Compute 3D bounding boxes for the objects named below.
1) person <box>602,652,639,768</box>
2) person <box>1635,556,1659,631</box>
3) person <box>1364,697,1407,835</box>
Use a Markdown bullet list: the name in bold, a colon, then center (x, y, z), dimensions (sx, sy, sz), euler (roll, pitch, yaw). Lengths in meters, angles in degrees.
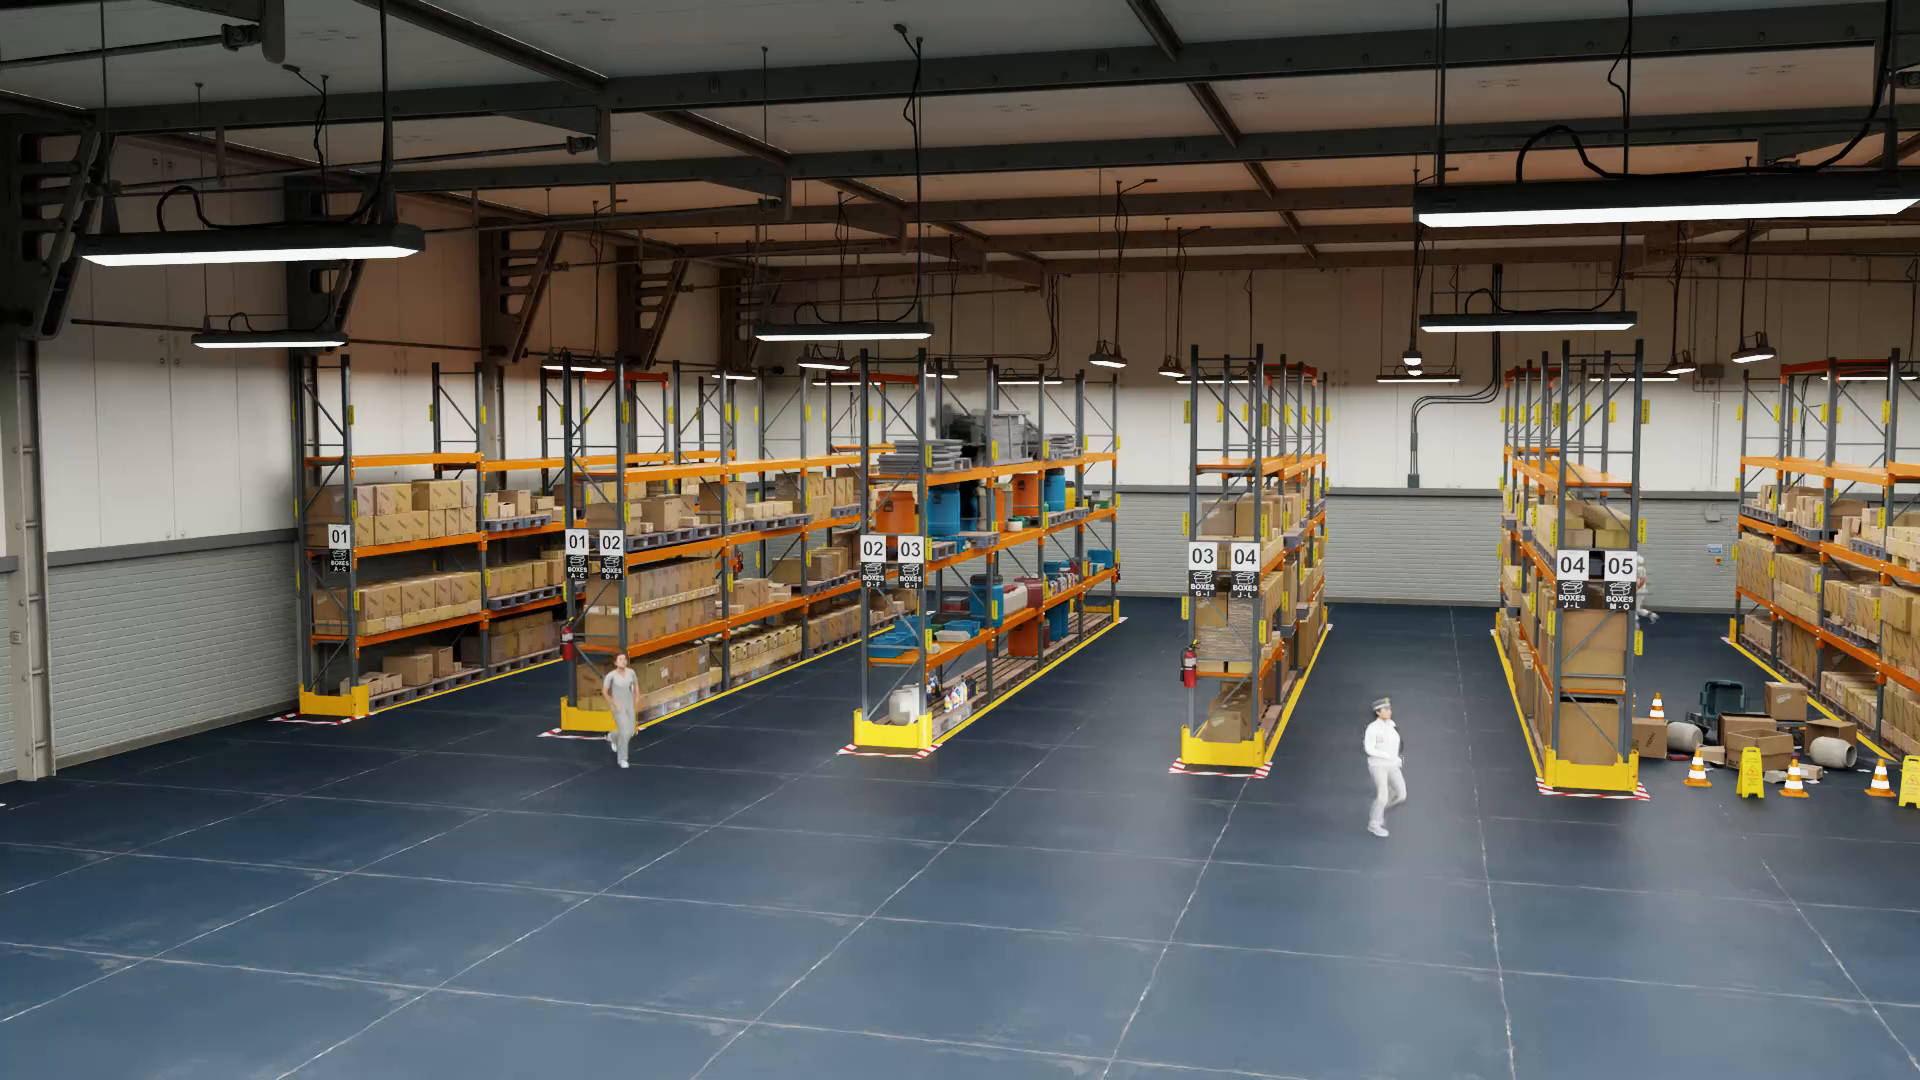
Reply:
- **person**: center (-4.867, 2.408, 23.821), dimensions (0.572, 1.652, 0.579), euler (-3, 5, -38)
- **person**: center (15.770, 1.257, 38.362), dimensions (0.708, 1.769, 0.651), euler (2, 5, 24)
- **person**: center (5.071, 2.698, 19.765), dimensions (0.569, 1.654, 0.523), euler (-3, 5, -33)
